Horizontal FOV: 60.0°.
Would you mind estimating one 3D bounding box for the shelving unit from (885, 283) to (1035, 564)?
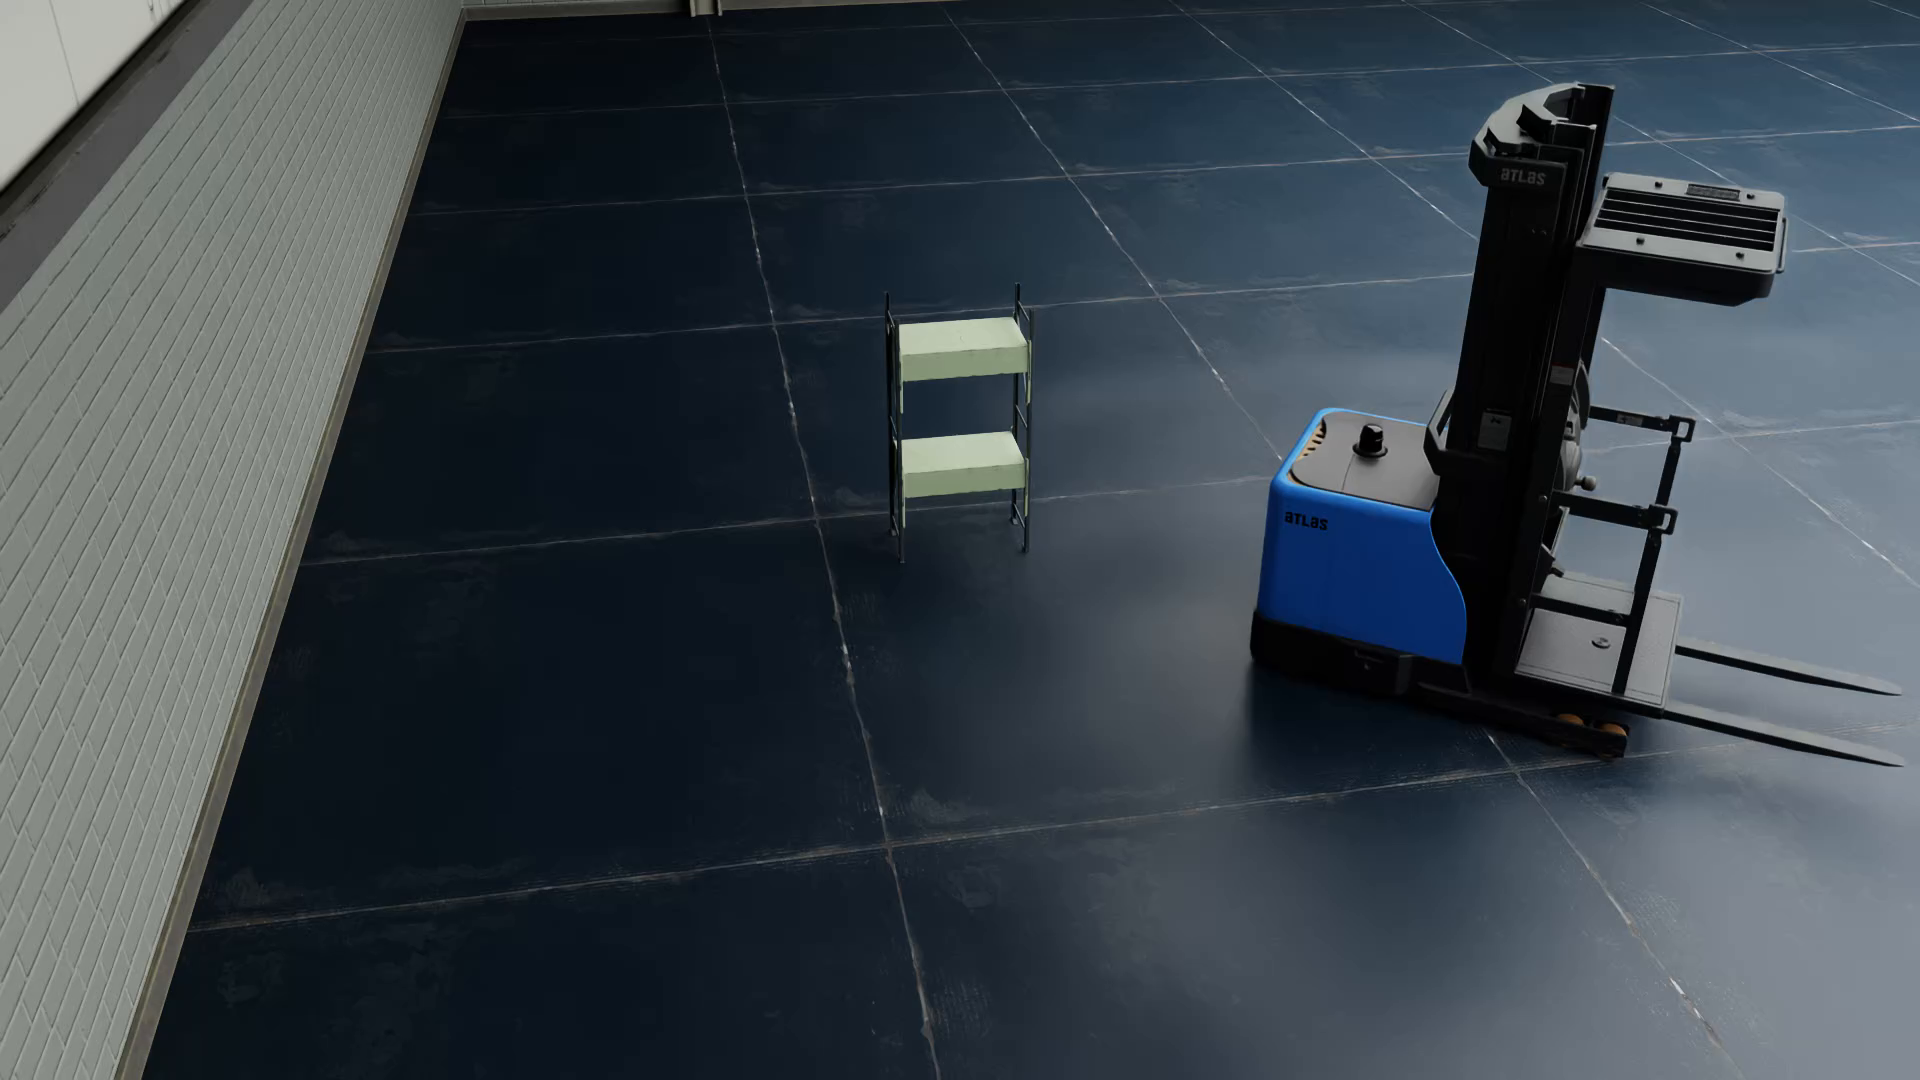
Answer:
[{"bbox_3d":[-0.007,-0.646,9.369,0.755,1.500,0.431,-5,31,-9],"label":"shelving unit"}]

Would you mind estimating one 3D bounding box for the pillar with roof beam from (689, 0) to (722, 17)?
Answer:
[{"bbox_3d":[-2.456,-8.433,15.214,0.400,9.000,9.100,-5,31,-9],"label":"pillar with roof beam"}]

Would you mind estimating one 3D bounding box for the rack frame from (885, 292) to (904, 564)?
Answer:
[{"bbox_3d":[-0.367,-0.612,9.312,0.023,1.500,0.400,-5,31,-9],"label":"rack frame"}]

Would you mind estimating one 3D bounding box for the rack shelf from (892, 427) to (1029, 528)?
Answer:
[{"bbox_3d":[-0.007,-0.365,9.534,0.720,0.370,0.431,-5,31,-9],"label":"rack shelf"}]

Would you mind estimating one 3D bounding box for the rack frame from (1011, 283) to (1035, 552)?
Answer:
[{"bbox_3d":[0.353,-0.679,9.426,0.023,1.500,0.400,-5,31,-9],"label":"rack frame"}]

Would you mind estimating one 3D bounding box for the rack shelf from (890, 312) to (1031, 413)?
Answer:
[{"bbox_3d":[-0.007,-0.982,9.171,0.720,0.370,0.431,-5,31,-9],"label":"rack shelf"}]

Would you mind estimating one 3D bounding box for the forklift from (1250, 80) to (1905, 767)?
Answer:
[{"bbox_3d":[3.066,-0.522,7.747,3.031,2.935,1.130,13,33,21],"label":"forklift"}]
